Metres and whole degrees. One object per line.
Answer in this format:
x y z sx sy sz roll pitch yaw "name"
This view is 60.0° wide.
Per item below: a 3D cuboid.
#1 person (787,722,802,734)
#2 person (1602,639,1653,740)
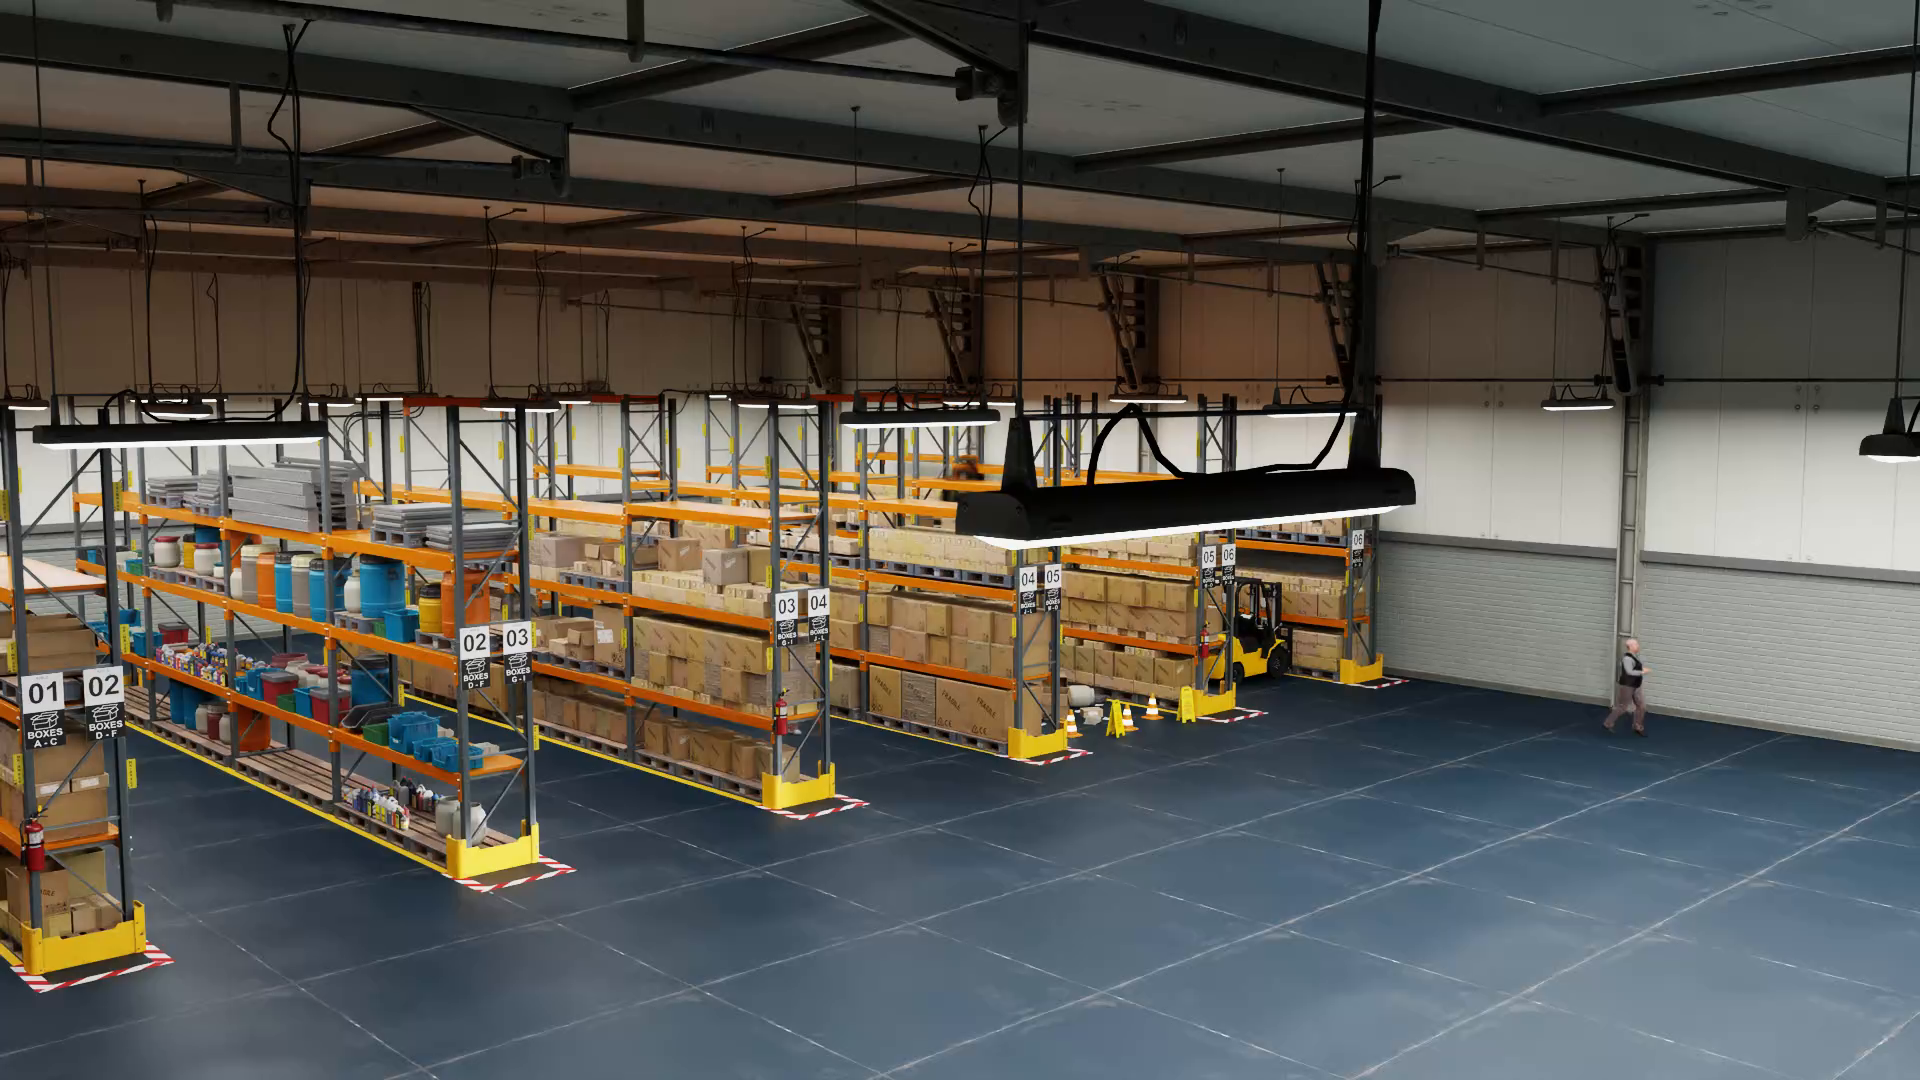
-2.908 2.657 29.646 0.540 1.630 0.581 4 7 37 "person"
11.802 2.637 29.353 0.808 1.795 0.645 4 7 38 "person"
